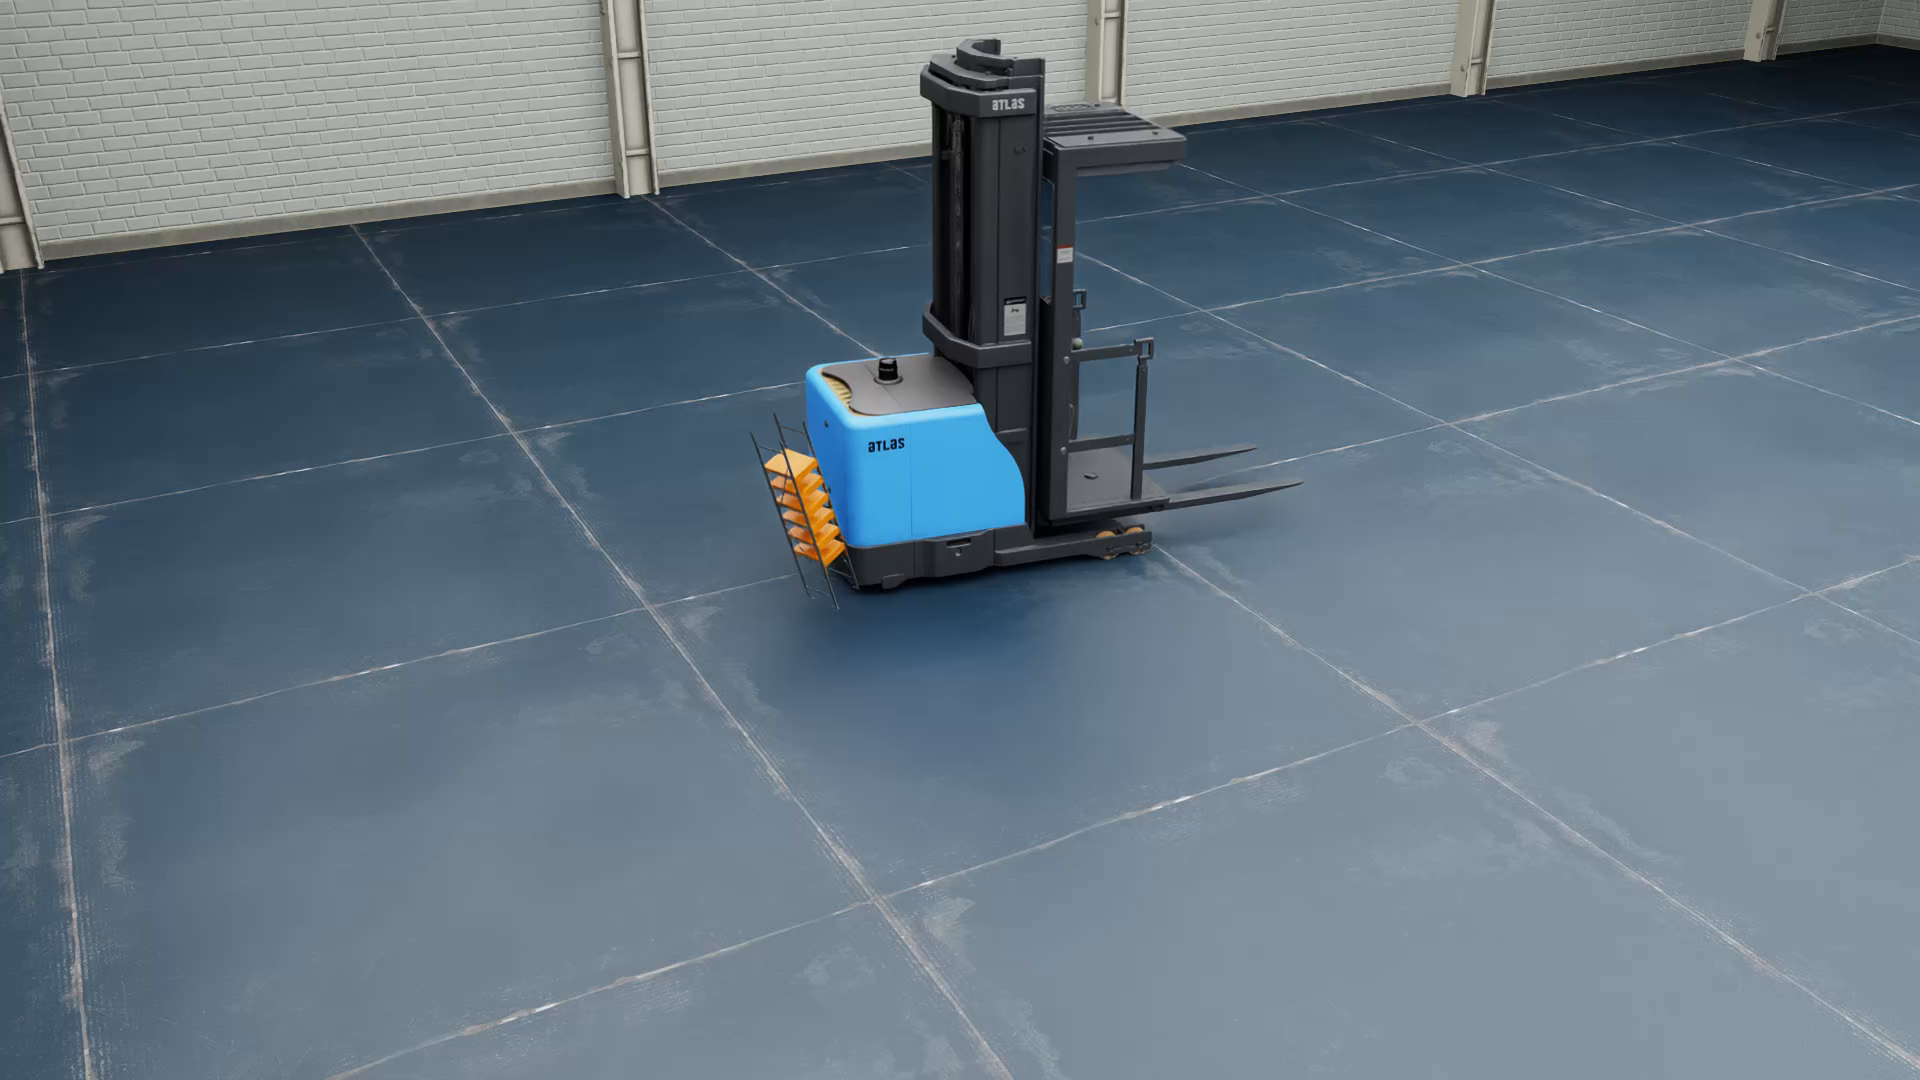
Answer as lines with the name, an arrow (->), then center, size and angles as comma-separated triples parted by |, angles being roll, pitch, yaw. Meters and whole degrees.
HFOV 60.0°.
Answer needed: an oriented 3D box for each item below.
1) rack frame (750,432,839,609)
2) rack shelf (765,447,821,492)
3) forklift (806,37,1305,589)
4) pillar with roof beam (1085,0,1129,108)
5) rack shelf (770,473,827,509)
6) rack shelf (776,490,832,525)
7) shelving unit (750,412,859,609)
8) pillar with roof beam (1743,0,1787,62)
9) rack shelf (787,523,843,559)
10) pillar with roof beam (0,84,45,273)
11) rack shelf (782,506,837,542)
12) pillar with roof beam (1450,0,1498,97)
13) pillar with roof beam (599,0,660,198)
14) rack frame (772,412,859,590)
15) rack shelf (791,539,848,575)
rack frame -> -0.901, -0.090, 9.117 | 0.240, 1.200, 0.006 | 19, 50, 35
rack shelf -> -0.909, -0.382, 8.966 | 0.258, 0.103, 0.180 | 19, 50, 35
forklift -> 0.639, -1.411, 9.802 | 3.031, 2.935, 1.130 | -9, 27, -17
pillar with roof beam -> 3.807, -7.418, 15.303 | 0.400, 9.000, 9.100 | -13, 29, -25
rack shelf -> -0.885, -0.292, 9.042 | 0.258, 0.103, 0.180 | 19, 50, 35
rack shelf -> -0.861, -0.202, 9.117 | 0.258, 0.103, 0.180 | 19, 50, 35
shelving unit -> -0.846, -0.145, 9.165 | 0.258, 1.200, 0.189 | 19, 50, 35
pillar with roof beam -> 14.396, -9.862, 20.393 | 0.400, 9.000, 9.100 | -13, 29, -25
rack shelf -> -0.813, -0.022, 9.269 | 0.258, 0.103, 0.180 | 19, 50, 35
pillar with roof beam -> -6.781, -4.974, 10.213 | 0.400, 9.000, 9.100 | -13, 29, -25
rack shelf -> -0.837, -0.112, 9.193 | 0.258, 0.103, 0.180 | 19, 50, 35
pillar with roof beam -> 9.101, -8.640, 17.848 | 0.400, 9.000, 9.100 | -13, 29, -25
pillar with roof beam -> -1.487, -6.196, 12.758 | 0.400, 9.000, 9.100 | -13, 29, -25
rack frame -> -0.791, -0.201, 9.213 | 0.240, 1.200, 0.006 | 19, 50, 35
rack shelf -> -0.789, 0.068, 9.345 | 0.258, 0.103, 0.180 | 19, 50, 35
